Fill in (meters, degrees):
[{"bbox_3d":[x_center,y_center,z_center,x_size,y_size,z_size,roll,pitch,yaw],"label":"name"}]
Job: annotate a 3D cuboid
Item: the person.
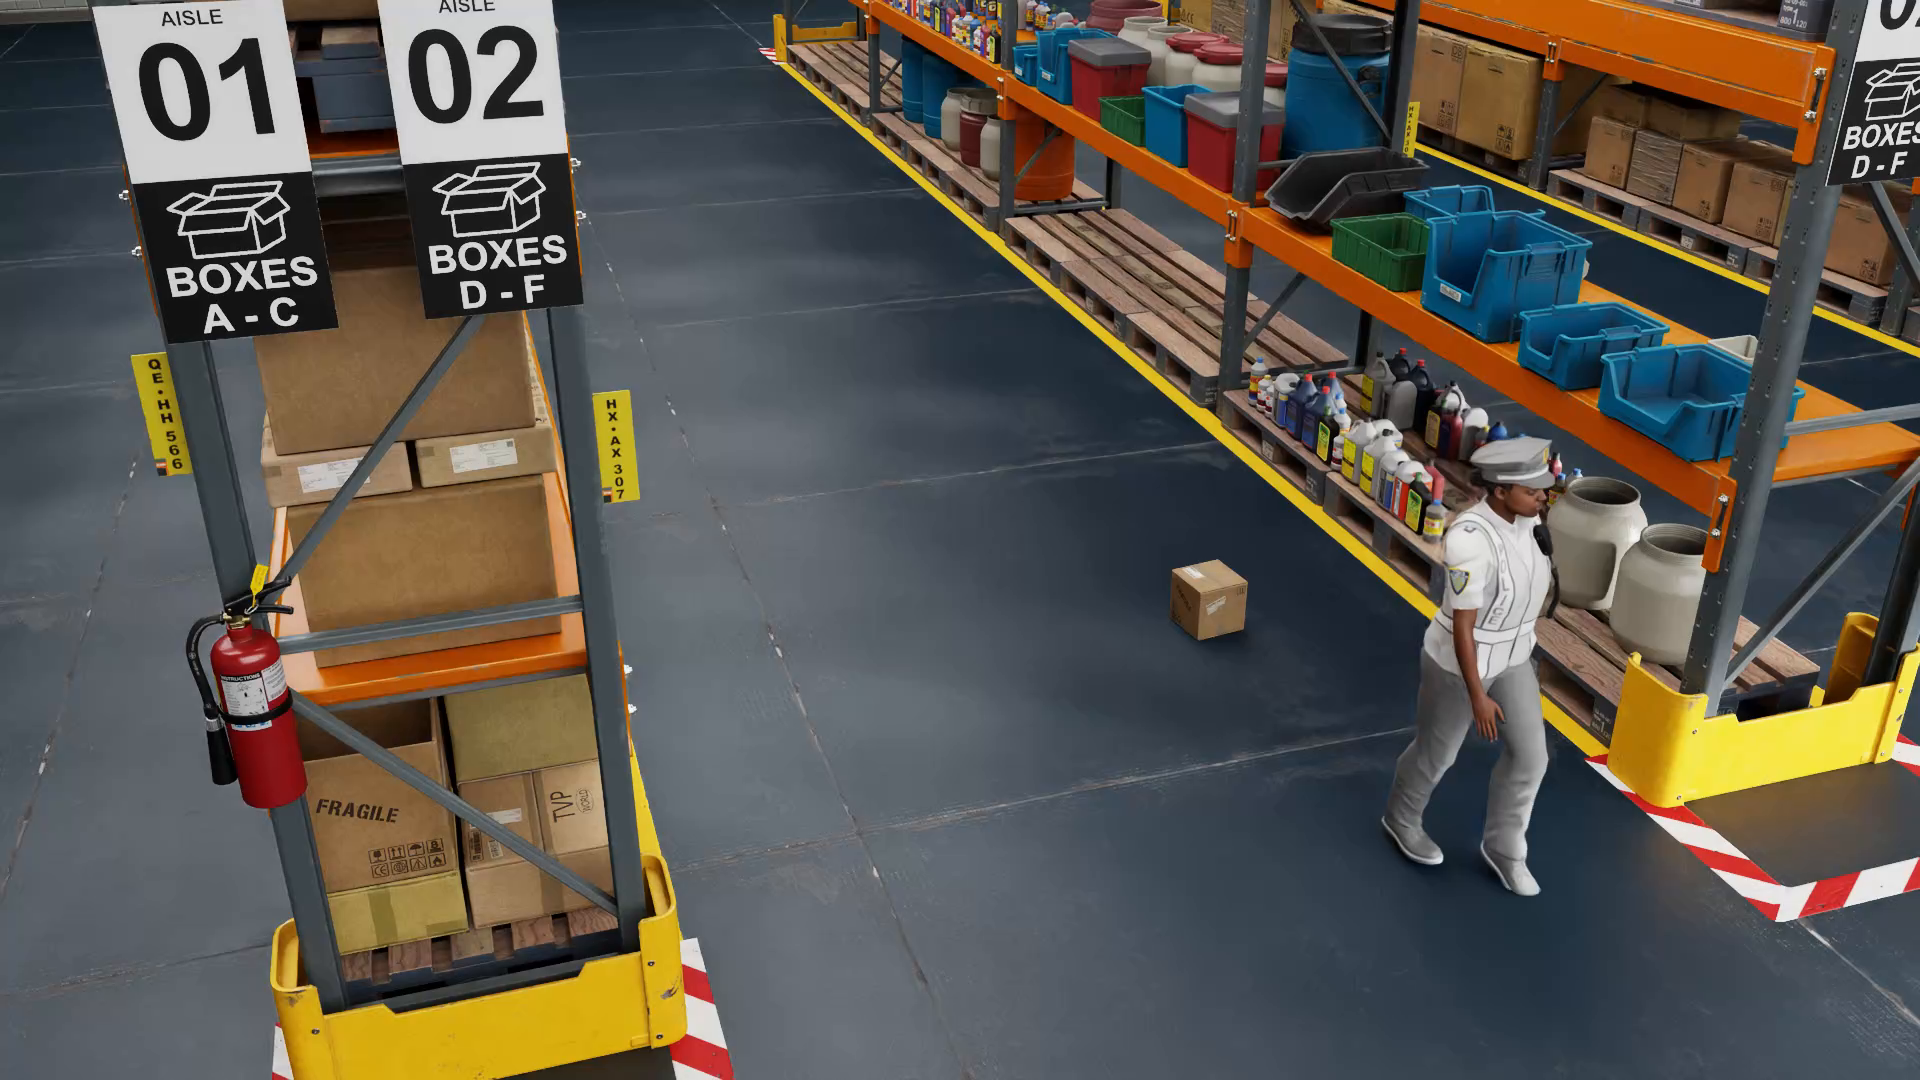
[{"bbox_3d":[1.800,0.464,5.710,0.463,1.752,0.596,-18,31,-31],"label":"person"}]
